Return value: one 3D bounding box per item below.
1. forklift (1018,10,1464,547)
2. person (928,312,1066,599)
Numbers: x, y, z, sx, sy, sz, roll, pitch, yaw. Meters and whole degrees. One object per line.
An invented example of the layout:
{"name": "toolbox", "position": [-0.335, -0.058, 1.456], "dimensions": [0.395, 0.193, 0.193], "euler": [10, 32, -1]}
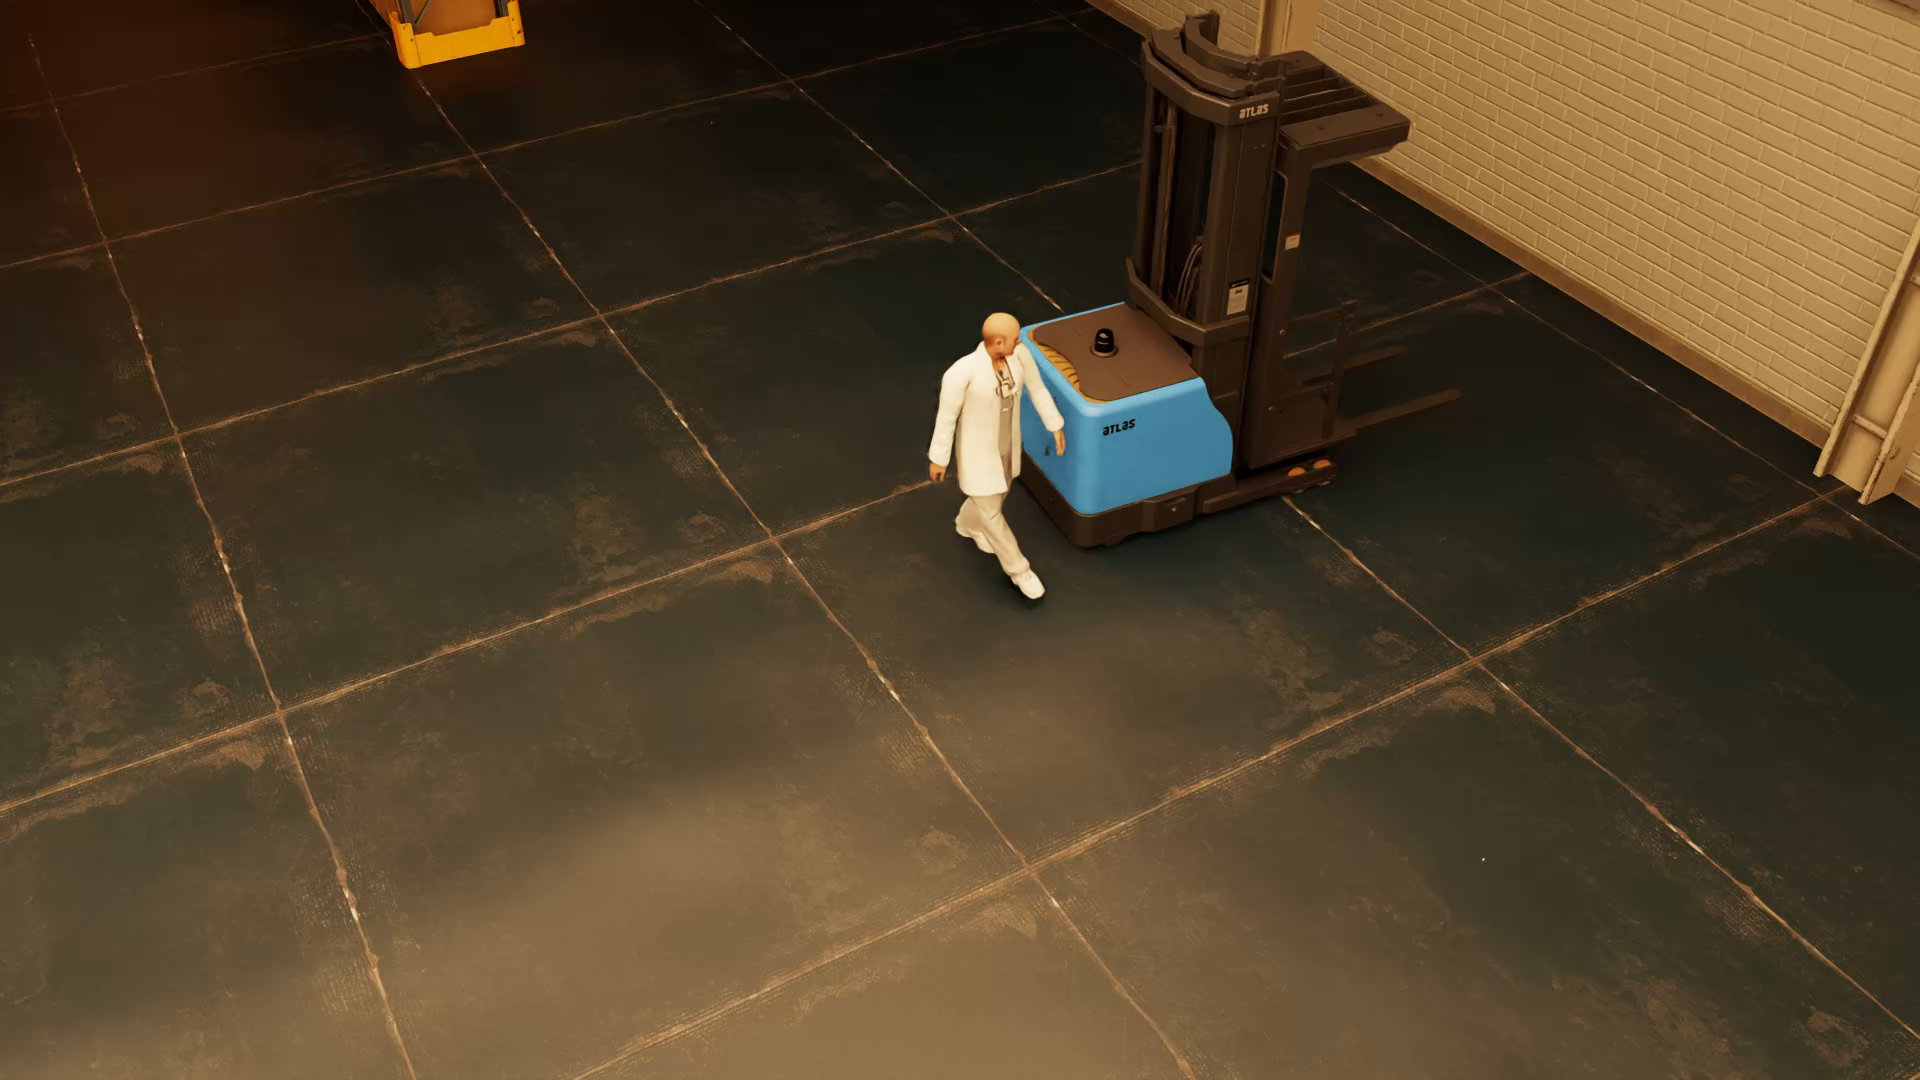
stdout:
{"name": "forklift", "position": [1.876, -1.719, 10.108], "dimensions": [3.031, 2.935, 1.130], "euler": [-17, 42, -19]}
{"name": "person", "position": [0.256, -0.507, 9.584], "dimensions": [0.779, 1.744, 0.917], "euler": [-31, 49, -32]}
